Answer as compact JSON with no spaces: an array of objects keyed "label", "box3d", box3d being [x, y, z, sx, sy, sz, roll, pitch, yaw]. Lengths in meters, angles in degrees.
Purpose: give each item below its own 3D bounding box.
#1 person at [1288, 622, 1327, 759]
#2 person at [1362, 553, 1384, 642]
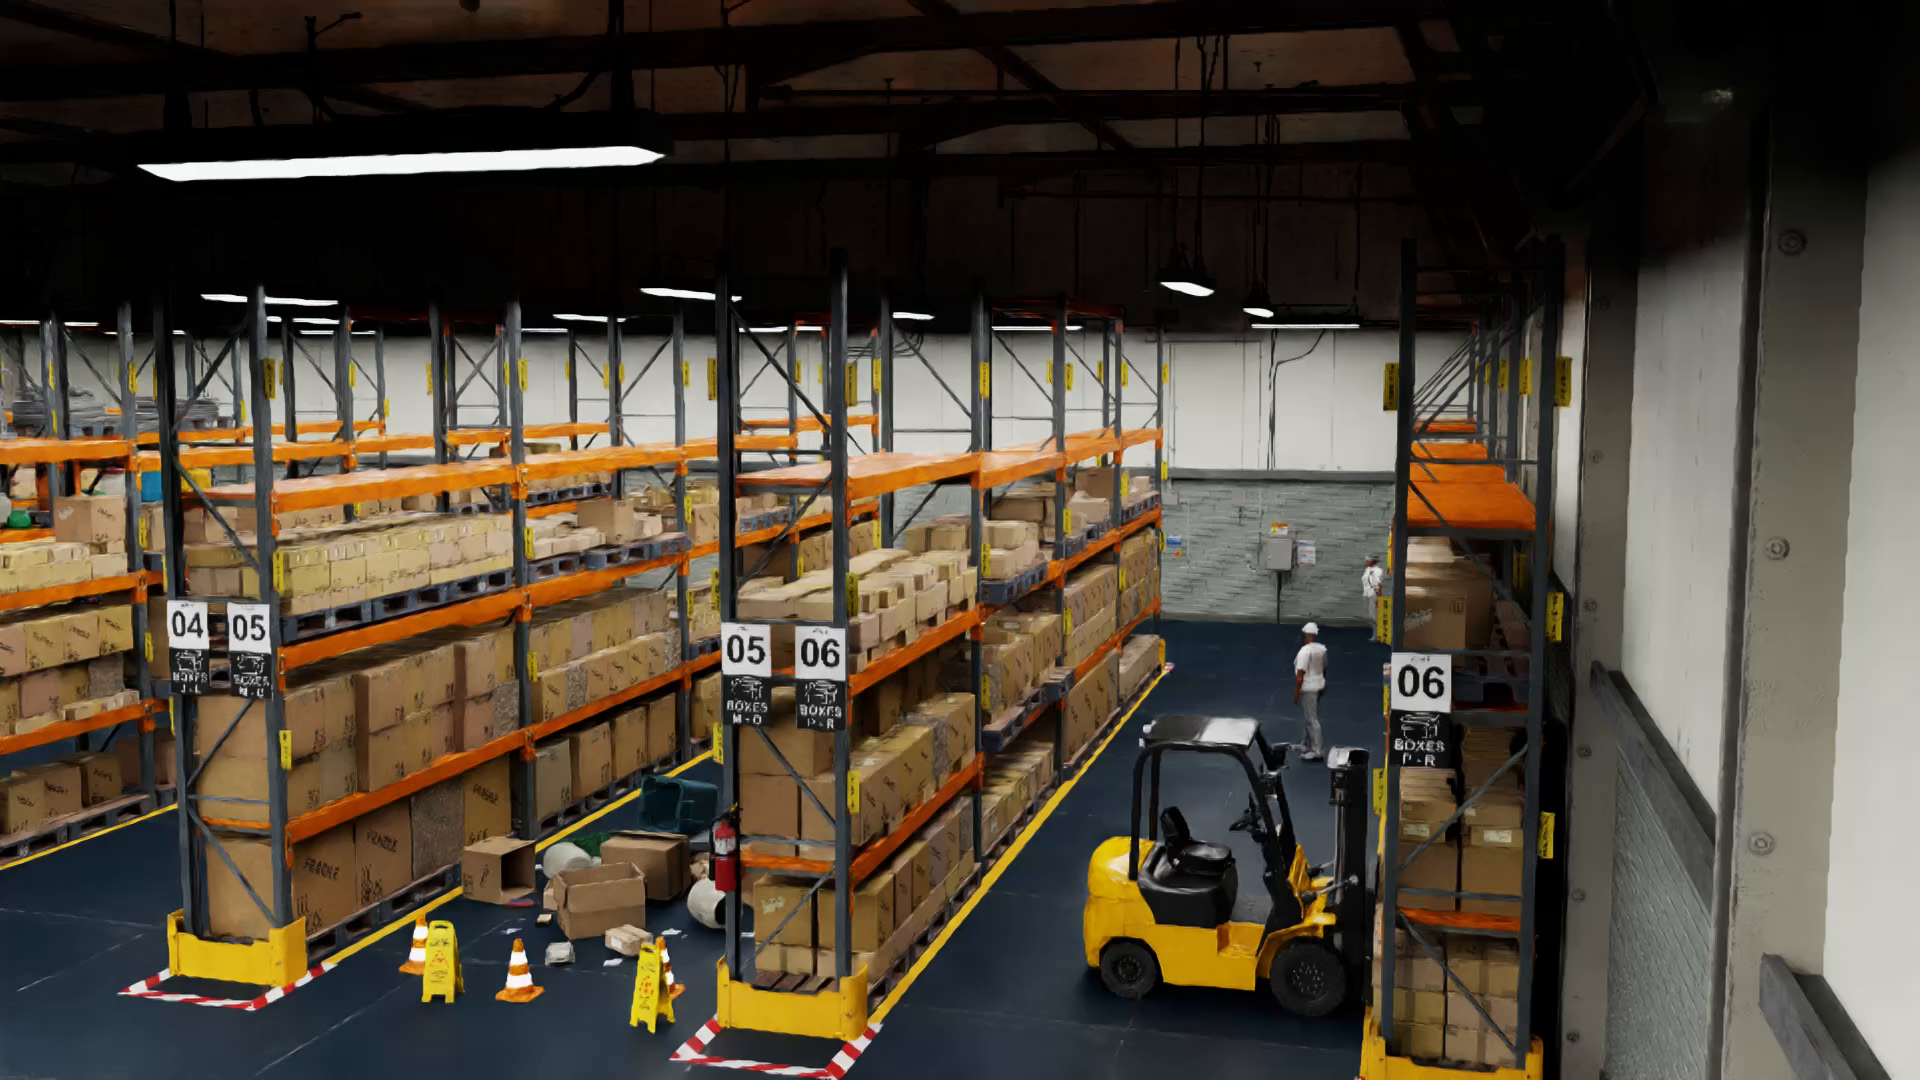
[{"label":"person","box3d":[4.591,1.957,21.951,0.594,1.763,0.681,4,7,35]},{"label":"person","box3d":[7.735,1.070,30.880,0.439,1.655,0.610,-2,6,-19]}]
